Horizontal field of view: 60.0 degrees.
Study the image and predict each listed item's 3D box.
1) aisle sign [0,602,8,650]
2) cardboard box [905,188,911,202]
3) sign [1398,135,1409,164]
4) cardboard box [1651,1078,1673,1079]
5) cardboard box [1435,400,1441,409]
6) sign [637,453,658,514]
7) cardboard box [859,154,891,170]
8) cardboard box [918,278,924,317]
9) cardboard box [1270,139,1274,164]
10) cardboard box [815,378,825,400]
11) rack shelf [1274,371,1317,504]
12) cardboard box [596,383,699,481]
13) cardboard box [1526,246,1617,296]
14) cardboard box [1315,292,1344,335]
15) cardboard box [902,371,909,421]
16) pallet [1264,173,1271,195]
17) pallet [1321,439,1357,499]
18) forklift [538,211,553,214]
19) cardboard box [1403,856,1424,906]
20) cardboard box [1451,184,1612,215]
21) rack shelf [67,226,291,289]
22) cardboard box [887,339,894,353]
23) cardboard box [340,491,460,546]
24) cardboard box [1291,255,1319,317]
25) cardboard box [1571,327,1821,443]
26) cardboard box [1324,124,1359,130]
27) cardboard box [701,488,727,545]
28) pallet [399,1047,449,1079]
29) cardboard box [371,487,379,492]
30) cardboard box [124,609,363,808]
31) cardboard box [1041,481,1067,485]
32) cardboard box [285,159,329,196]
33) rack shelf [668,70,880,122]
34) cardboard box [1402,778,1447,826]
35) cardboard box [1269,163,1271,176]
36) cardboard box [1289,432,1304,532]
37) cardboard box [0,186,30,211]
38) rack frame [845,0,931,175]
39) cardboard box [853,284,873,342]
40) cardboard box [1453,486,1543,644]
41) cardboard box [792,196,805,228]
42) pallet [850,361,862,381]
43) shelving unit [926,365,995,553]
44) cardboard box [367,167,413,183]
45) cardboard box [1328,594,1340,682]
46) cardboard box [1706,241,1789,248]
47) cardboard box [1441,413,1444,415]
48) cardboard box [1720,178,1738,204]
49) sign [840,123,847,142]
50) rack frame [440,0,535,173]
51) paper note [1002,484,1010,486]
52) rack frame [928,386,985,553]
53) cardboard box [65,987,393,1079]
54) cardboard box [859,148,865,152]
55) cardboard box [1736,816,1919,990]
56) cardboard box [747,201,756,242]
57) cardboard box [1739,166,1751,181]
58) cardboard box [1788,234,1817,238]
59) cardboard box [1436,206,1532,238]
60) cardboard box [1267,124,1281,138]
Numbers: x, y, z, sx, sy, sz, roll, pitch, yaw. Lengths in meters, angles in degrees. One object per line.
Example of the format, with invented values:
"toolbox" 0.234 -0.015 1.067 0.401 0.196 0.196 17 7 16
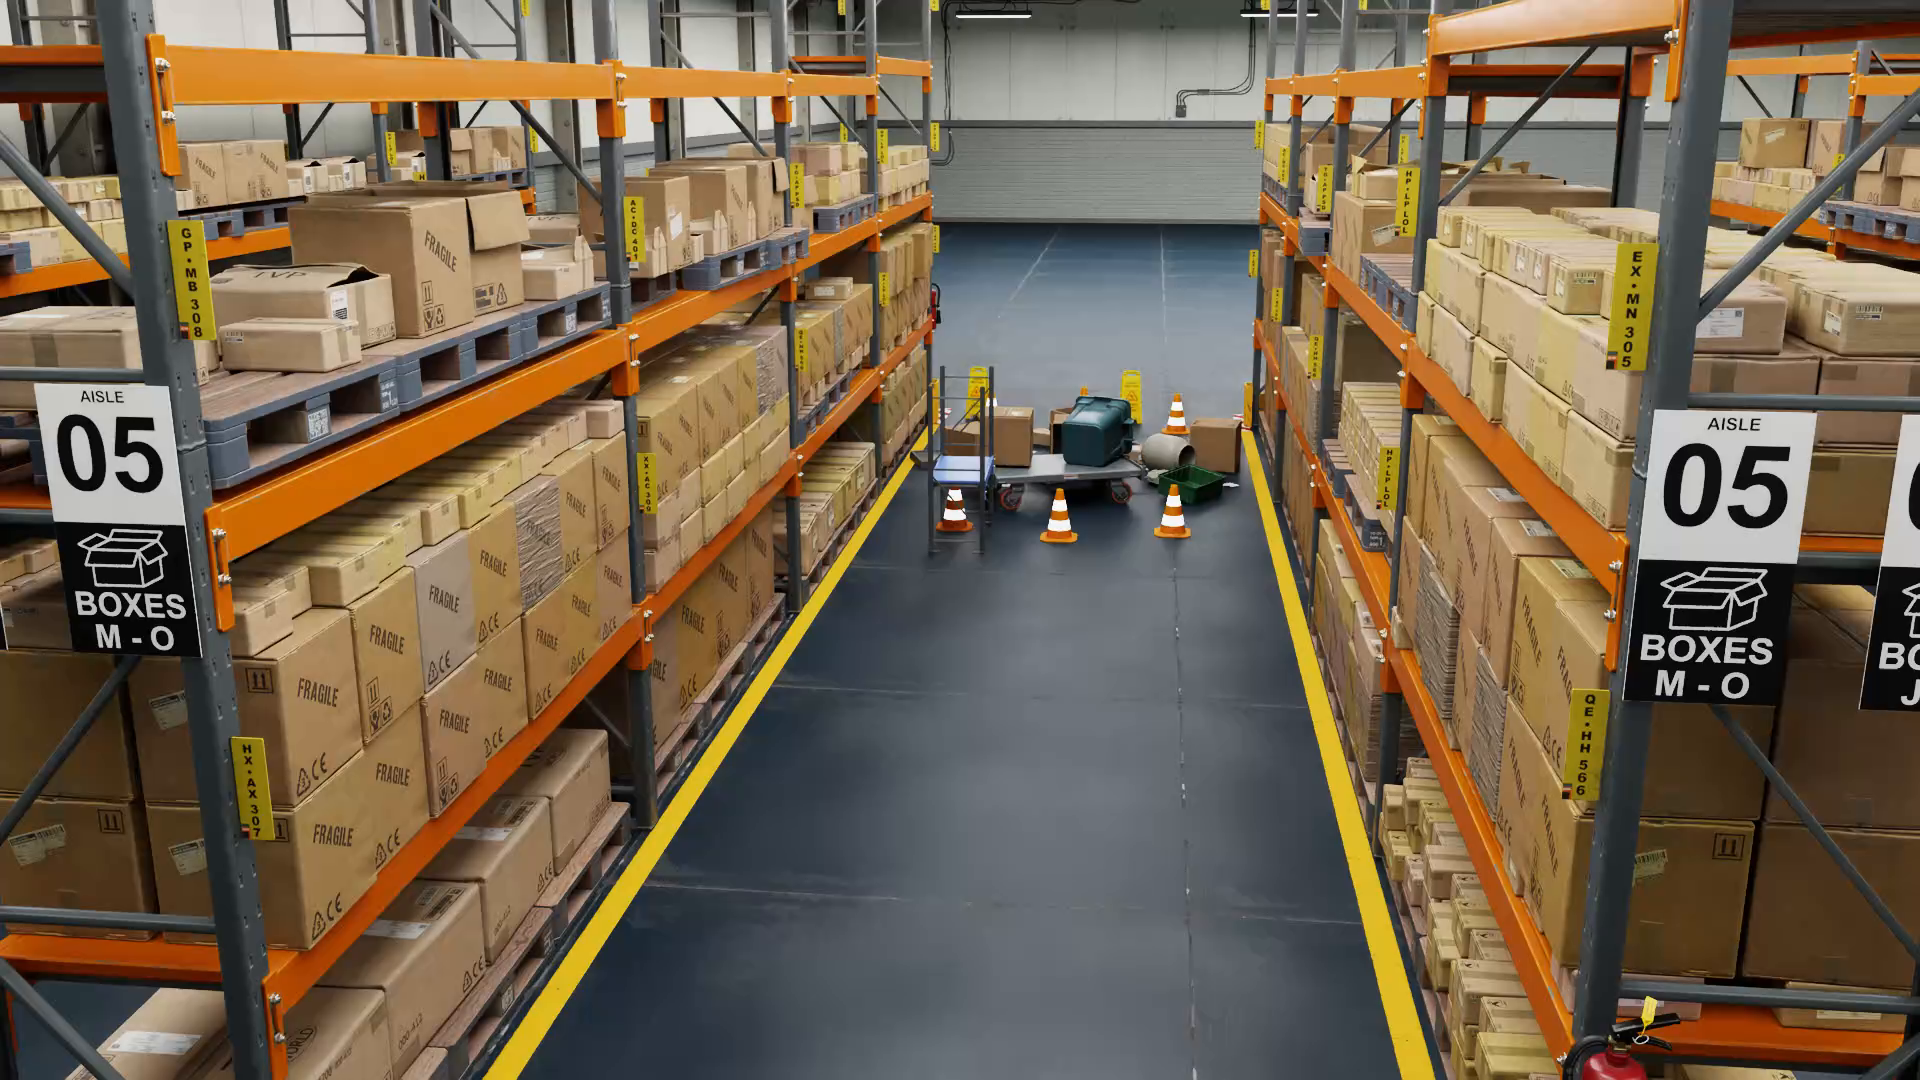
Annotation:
"aisle sign" -2.972 -0.066 4.766 0.394 0.787 0.004 2 15 6
"cardboard box" -0.742 -3.796 18.278 0.380 0.149 0.250 2 15 6
"sign" 4.168 -3.649 15.658 0.100 0.325 0.005 2 15 6
"cardboard box" 2.582 1.985 5.681 0.380 0.149 0.250 2 15 7
"cardboard box" 3.577 -1.004 11.752 0.380 0.149 0.250 1 15 4
"sign" -1.653 -0.298 8.795 0.100 0.325 0.005 2 15 6
"cardboard box" -0.903 -3.853 16.959 0.380 0.149 0.250 1 15 4
"cardboard box" -0.699 -2.883 19.405 0.500 0.500 0.500 2 15 6
"cardboard box" 3.658 -4.240 18.160 0.500 0.250 0.500 2 15 6
"cardboard box" -1.338 -1.268 13.870 0.380 0.149 0.250 2 15 7
"rack shelf" 3.402 -0.947 14.384 1.077 0.370 4.000 2 15 6
"cardboard box" -1.839 -0.627 9.715 0.500 0.500 0.500 2 15 6
"cardboard box" 2.195 -0.936 5.785 0.380 0.149 0.250 2 15 7
"cardboard box" 3.406 -1.820 14.125 0.700 0.500 0.500 2 15 6
"cardboard box" -0.858 -1.589 18.405 0.500 0.500 0.500 3 15 9
"pallet" 4.006 -4.063 18.952 1.003 0.211 1.213 2 15 6
"pallet" 3.202 -0.495 11.701 1.213 0.211 1.003 2 15 6
"forklift" -3.329 -1.612 15.597 1.130 2.935 3.031 1 15 5
"cardboard box" 2.359 1.655 8.039 0.380 0.149 0.250 2 15 6
"cardboard box" 2.877 -1.532 8.427 0.700 0.500 0.500 2 15 6
"rack shelf" -6.460 -2.660 14.972 1.077 0.370 4.000 2 15 6
"cardboard box" -0.908 -2.084 17.690 0.380 0.149 0.250 2 15 8
"cardboard box" -2.180 -0.084 6.465 0.380 0.149 0.250 2 15 7
"cardboard box" 3.704 -2.501 16.398 0.875 0.550 0.550 2 15 6
"cardboard box" 2.073 -0.445 4.731 0.500 0.250 0.500 1 15 5
"cardboard box" 4.349 -4.651 18.915 0.380 0.149 0.250 2 15 7
"cardboard box" -1.762 -0.158 10.376 0.500 0.250 0.500 2 15 6
"pallet" -2.643 2.316 6.280 1.003 0.211 1.213 2 15 6
"cardboard box" -2.689 -0.233 7.016 0.380 0.149 0.250 2 15 6
"cardboard box" -2.319 0.533 5.426 0.500 0.500 0.500 1 15 5
"cardboard box" 0.923 -0.761 17.555 0.258 0.266 0.396 -10 18 -32
"cardboard box" -6.160 -3.340 15.283 0.500 0.311 0.500 1 15 4
"rack shelf" -1.527 -3.770 14.095 1.077 0.370 4.000 2 15 6
"cardboard box" 2.391 1.301 8.209 0.380 0.149 0.250 2 15 9
"cardboard box" 3.609 -4.087 18.356 0.380 0.149 0.250 2 15 6
"cardboard box" 3.535 -0.516 14.917 1.050 0.750 0.750 2 15 6
"cardboard box" -6.577 -2.318 11.282 0.380 0.149 0.250 2 15 6
"rack frame" -0.850 -5.866 19.704 1.000 3.000 0.127 2 15 6
"cardboard box" -1.126 -2.201 16.076 0.500 0.500 0.500 1 15 5
"cardboard box" 2.242 0.095 6.475 0.500 0.500 0.500 1 15 4
"cardboard box" -1.636 -2.637 13.317 0.700 0.500 0.500 2 15 6
"pallet" -1.533 -1.646 15.958 1.003 0.211 1.213 2 15 6
"shelving unit" 0.017 -0.751 15.127 0.538 1.500 1.048 1 16 5
"cardboard box" -5.882 -3.763 17.158 0.380 0.149 0.250 2 15 7
"cardboard box" 2.737 0.668 11.017 0.500 0.500 0.500 1 15 5
"cardboard box" 2.741 -0.989 5.981 0.380 0.149 0.250 2 15 8
"cardboard box" 3.545 -0.790 11.531 0.380 0.149 0.250 2 15 8
"cardboard box" 8.633 -3.802 18.106 0.500 0.250 0.500 1 15 5
"sign" -1.390 -4.856 20.041 0.100 0.325 0.005 2 15 6
"rack frame" -5.783 -6.011 20.241 1.000 3.000 0.127 2 15 6
"paper note" 0.453 -0.587 17.361 0.148 0.019 0.142 2 15 6
"rack frame" -0.031 -0.612 14.640 0.500 1.500 0.032 1 16 5
"cardboard box" -2.681 2.040 6.064 0.875 0.438 0.875 1 15 4
"cardboard box" -1.230 -4.337 18.749 0.380 0.149 0.250 2 15 6
"cardboard box" 2.599 0.999 5.047 0.500 0.500 0.500 2 15 9
"cardboard box" -1.561 -2.113 11.026 0.396 0.266 0.258 1 15 5
"cardboard box" 8.571 -3.917 17.765 0.380 0.149 0.250 2 15 6
"cardboard box" 9.129 -3.073 18.191 0.500 0.500 0.500 2 15 6
"cardboard box" 2.452 -1.479 7.793 0.380 0.149 0.250 1 15 5
"cardboard box" 3.668 -4.605 18.743 0.380 0.149 0.250 1 15 5
